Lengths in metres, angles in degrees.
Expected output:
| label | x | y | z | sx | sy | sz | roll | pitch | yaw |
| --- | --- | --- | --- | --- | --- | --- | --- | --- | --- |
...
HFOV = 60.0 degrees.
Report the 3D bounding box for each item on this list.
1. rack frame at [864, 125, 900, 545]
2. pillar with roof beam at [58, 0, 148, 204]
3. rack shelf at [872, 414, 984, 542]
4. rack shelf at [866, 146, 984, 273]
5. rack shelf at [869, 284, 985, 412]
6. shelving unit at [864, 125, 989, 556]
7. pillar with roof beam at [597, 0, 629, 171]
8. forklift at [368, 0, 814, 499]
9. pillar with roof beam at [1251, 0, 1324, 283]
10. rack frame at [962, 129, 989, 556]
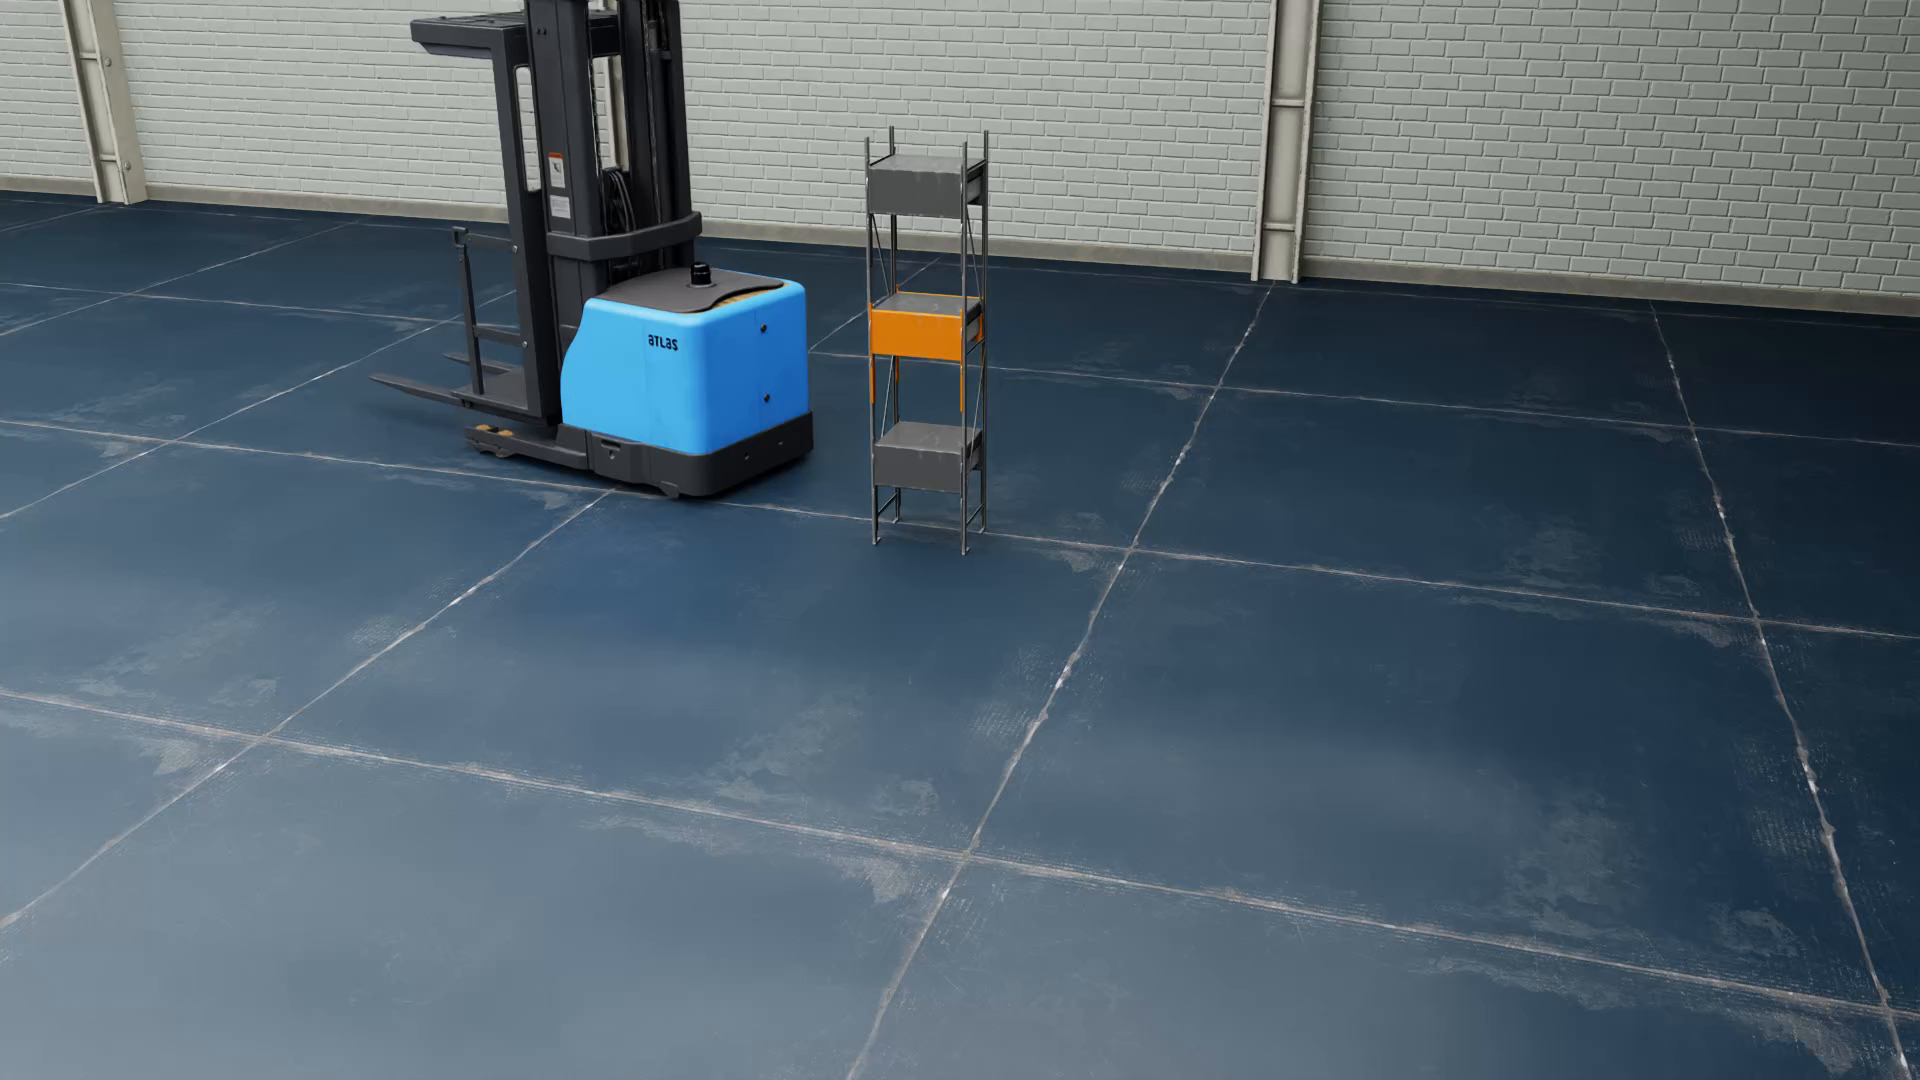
| label | x | y | z | sx | sy | sz | roll | pitch | yaw |
| --- | --- | --- | --- | --- | --- | --- | --- | --- | --- |
| rack frame | -0.392 | -1.016 | 8.481 | 0.015 | 2.100 | 0.400 | 7 | 23 | 16 |
| pillar with roof beam | -10.020 | -6.162 | 11.934 | 0.400 | 9.000 | 9.100 | 7 | 23 | 16 |
| rack shelf | -0.158 | -0.329 | 8.687 | 0.480 | 0.518 | 0.431 | 7 | 23 | 16 |
| rack shelf | -0.158 | -1.625 | 8.155 | 0.480 | 0.518 | 0.431 | 7 | 23 | 16 |
| rack shelf | -0.158 | -0.977 | 8.421 | 0.480 | 0.518 | 0.431 | 7 | 23 | 16 |
| shelving unit | -0.158 | -0.990 | 8.416 | 0.503 | 2.100 | 0.431 | 7 | 23 | 16 |
| pillar with roof beam | -4.276 | -5.504 | 10.331 | 0.400 | 9.000 | 9.100 | 7 | 23 | 16 |
| forklift | -2.385 | -1.997 | 9.776 | 3.031 | 2.935 | 1.130 | 14 | 26 | 31 |
| pillar with roof beam | 1.468 | -4.846 | 8.727 | 0.400 | 9.000 | 9.100 | 7 | 23 | 16 |
| rack frame | 0.075 | -0.963 | 8.351 | 0.015 | 2.100 | 0.400 | 7 | 23 | 16 |
